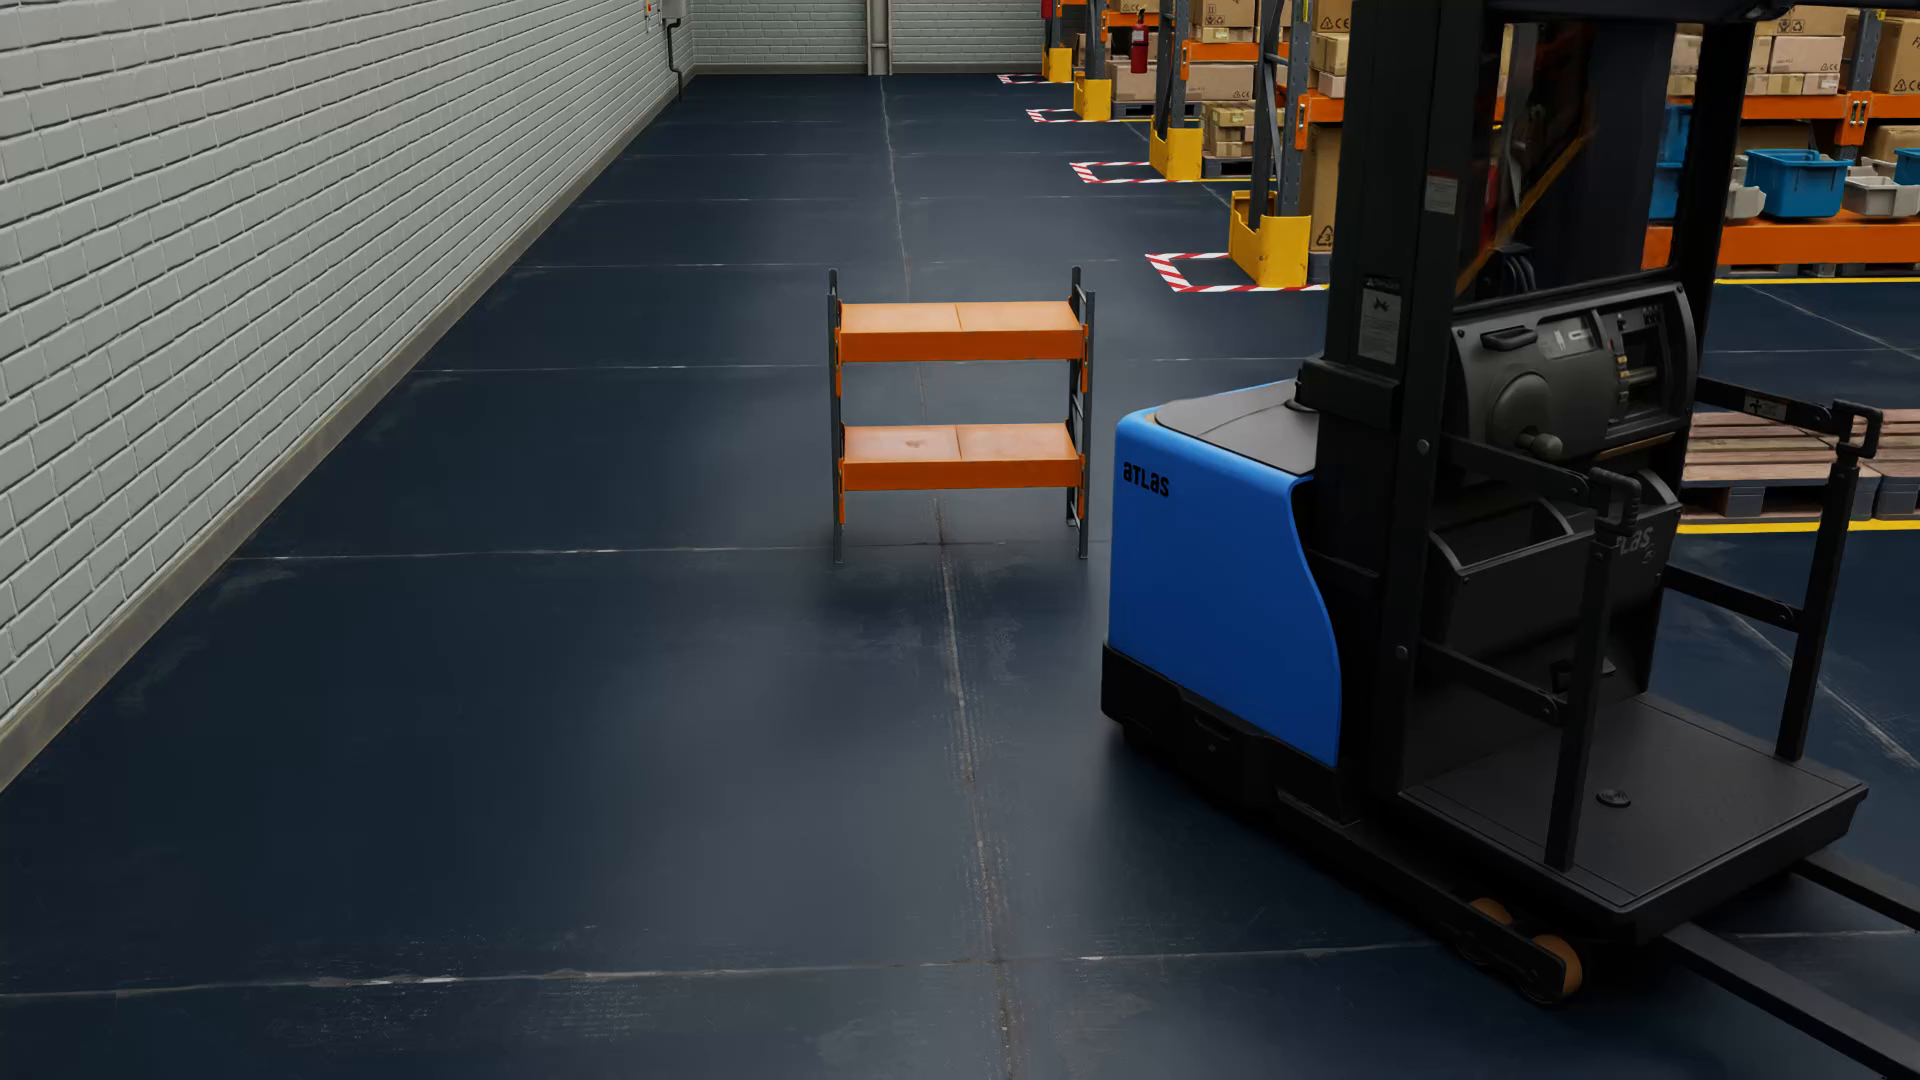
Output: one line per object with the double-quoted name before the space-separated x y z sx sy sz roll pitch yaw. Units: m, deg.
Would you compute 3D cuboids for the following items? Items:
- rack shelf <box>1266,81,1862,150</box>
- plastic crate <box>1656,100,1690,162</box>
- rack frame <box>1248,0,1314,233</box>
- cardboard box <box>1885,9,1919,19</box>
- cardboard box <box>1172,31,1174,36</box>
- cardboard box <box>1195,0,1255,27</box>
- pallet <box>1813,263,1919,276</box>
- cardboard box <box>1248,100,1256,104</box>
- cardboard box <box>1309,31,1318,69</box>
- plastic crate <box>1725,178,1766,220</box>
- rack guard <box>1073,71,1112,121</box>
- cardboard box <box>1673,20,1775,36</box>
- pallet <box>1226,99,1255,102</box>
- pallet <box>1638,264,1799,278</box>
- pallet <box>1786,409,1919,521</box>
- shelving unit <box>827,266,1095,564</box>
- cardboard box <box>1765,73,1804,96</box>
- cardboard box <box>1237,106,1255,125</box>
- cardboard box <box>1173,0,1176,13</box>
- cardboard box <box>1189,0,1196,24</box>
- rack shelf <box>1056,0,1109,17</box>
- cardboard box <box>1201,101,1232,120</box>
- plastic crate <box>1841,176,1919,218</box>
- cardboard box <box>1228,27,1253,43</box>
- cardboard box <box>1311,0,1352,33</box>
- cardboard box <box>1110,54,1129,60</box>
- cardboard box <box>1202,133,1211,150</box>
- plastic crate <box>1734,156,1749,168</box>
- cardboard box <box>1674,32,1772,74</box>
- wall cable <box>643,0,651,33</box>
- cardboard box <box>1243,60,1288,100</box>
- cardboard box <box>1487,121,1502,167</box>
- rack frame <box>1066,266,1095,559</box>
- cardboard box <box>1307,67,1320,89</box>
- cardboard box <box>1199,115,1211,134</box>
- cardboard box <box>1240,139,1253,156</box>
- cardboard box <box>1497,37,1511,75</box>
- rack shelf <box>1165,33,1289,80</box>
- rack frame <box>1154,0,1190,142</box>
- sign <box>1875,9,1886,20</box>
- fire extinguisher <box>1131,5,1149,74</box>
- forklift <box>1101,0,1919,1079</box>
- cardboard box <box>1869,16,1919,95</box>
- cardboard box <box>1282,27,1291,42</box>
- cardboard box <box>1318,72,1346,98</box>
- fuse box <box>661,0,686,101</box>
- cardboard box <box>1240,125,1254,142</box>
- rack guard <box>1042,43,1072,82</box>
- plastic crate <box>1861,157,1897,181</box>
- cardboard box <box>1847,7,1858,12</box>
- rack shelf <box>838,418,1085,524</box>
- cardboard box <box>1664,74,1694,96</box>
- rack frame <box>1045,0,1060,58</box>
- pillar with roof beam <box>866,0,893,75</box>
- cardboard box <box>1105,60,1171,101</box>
"rack shelf" 4.296 -3.111 12.088 4.000 0.370 1.077 -1 21 -3
"plastic crate" 2.906 -1.765 7.407 0.499 0.435 0.616 -1 21 -3
"rack frame" 2.299 -3.407 11.853 0.127 3.000 1.000 -1 21 -3
"cardboard box" 6.930 -4.019 11.912 0.637 0.503 0.797 -2 21 -4
"cardboard box" 3.452 -7.676 25.989 0.500 0.500 0.500 -1 21 -2
"cardboard box" 2.581 -5.267 16.182 0.500 0.500 0.500 0 21 0
"pallet" 7.059 -2.227 12.674 1.213 0.211 1.003 -1 21 -3
"cardboard box" 3.137 -4.448 17.170 0.250 0.149 0.380 -2 21 -4
"cardboard box" 2.768 -3.580 12.100 0.500 0.250 0.500 -1 21 -4
"plastic crate" 3.172 -1.417 6.914 0.298 0.136 0.250 -1 21 -3
"rack guard" 1.710 -5.758 21.543 0.348 0.500 1.175 -1 21 -3
"cardboard box" 5.349 -3.794 11.610 0.500 0.500 0.500 -1 21 -2
"pallet" 3.743 -5.691 21.773 1.213 0.211 1.003 -1 21 -3
"pallet" 5.529 -2.197 12.595 1.213 0.211 1.003 -1 21 -3
"pallet" 4.623 -0.371 7.798 1.213 0.211 1.003 -1 21 -3
"shelving unit" -0.007 -0.526 6.920 1.048 1.125 0.538 -1 21 -3
"cardboard box" 5.750 -3.243 11.775 0.250 0.149 0.380 -1 21 -2
"cardboard box" 2.928 -4.251 16.651 0.250 0.149 0.380 -1 21 -2
"cardboard box" 2.733 -6.902 20.892 0.500 0.500 0.500 -1 21 -4
"cardboard box" 2.551 -5.457 16.680 0.500 0.500 0.500 -1 21 -2
"rack shelf" 3.443 -8.395 25.965 4.000 0.370 1.077 -1 21 -3
"cardboard box" 2.631 -4.413 17.078 0.250 0.149 0.380 -1 21 -2
"plastic crate" 3.850 -1.431 6.950 0.298 0.136 0.250 -1 21 -3
"cardboard box" 2.711 -4.963 16.295 0.250 0.149 0.380 0 21 -1
"cardboard box" 2.771 -3.929 11.965 0.500 0.500 0.500 -1 21 -2
"cardboard box" 2.489 -7.528 26.094 0.250 0.149 0.380 -2 21 -5
"cardboard box" 2.631 -4.119 17.141 0.250 0.149 0.380 -1 21 -2
"plastic crate" 3.676 -1.634 7.482 0.243 0.136 0.396 -1 21 -3
"cardboard box" 5.351 -3.443 11.742 0.500 0.250 0.500 -1 21 -1
"wall cable" -3.895 -7.294 20.590 0.123 1.953 0.585 -1 21 -3
"cardboard box" 4.200 -6.014 21.712 0.875 0.438 0.875 -2 21 -5
"cardboard box" 3.842 -2.670 12.314 0.875 0.875 0.875 -1 21 -3
"rack frame" 0.501 -0.536 6.948 0.032 1.125 0.500 -1 21 -3
"cardboard box" 2.636 -3.413 12.224 0.250 0.149 0.380 -1 21 -2
"cardboard box" 2.628 -4.286 17.160 0.250 0.149 0.380 -2 21 -5
"cardboard box" 2.915 -3.966 16.738 0.250 0.149 0.380 -1 21 -3
"cardboard box" 3.814 -3.411 11.658 0.500 0.250 0.500 -2 21 -5
"rack shelf" 4.114 -4.875 16.721 4.000 0.370 1.077 -1 21 -3
"rack frame" 2.117 -5.171 16.486 0.127 3.000 1.000 -1 21 -3
"sign" 6.326 -3.732 11.381 0.005 0.325 0.100 -1 21 -3
"fire extinguisher" 1.839 -5.119 16.984 0.183 0.674 0.296 -1 21 -3
"forklift" 1.707 -0.419 4.101 1.130 2.935 3.031 -14 25 -32
"cardboard box" 6.766 -3.455 11.840 0.500 0.500 0.500 -1 21 -3
"cardboard box" 3.234 -5.004 16.401 0.250 0.149 0.380 0 21 -1
"cardboard box" 2.673 -3.179 11.609 0.250 0.149 0.380 -1 21 -2
"fuse box" -3.869 -6.951 22.974 0.414 1.711 0.539 -1 21 -3
"cardboard box" 2.931 -4.079 16.616 0.250 0.149 0.380 -1 21 -3
"rack guard" 1.522 -7.523 26.179 0.348 0.500 1.175 -1 21 -3
"plastic crate" 4.247 -1.661 7.553 0.250 0.136 0.298 -1 21 -3
"cardboard box" 8.615 -5.219 16.376 0.250 0.149 0.380 -2 21 -5
"rack shelf" -0.007 -0.297 7.007 1.000 0.278 0.538 -1 21 -3
"cardboard box" 4.980 -3.227 11.734 0.250 0.149 0.380 -1 21 -2
"rack frame" 1.447 -8.690 25.730 0.127 3.000 1.000 -1 21 -3
"pillar with roof beam" -1.051 -10.230 21.343 0.400 9.000 9.100 -1 21 -3
"cardboard box" 2.387 -5.975 21.609 0.875 0.438 0.875 -2 21 -5
